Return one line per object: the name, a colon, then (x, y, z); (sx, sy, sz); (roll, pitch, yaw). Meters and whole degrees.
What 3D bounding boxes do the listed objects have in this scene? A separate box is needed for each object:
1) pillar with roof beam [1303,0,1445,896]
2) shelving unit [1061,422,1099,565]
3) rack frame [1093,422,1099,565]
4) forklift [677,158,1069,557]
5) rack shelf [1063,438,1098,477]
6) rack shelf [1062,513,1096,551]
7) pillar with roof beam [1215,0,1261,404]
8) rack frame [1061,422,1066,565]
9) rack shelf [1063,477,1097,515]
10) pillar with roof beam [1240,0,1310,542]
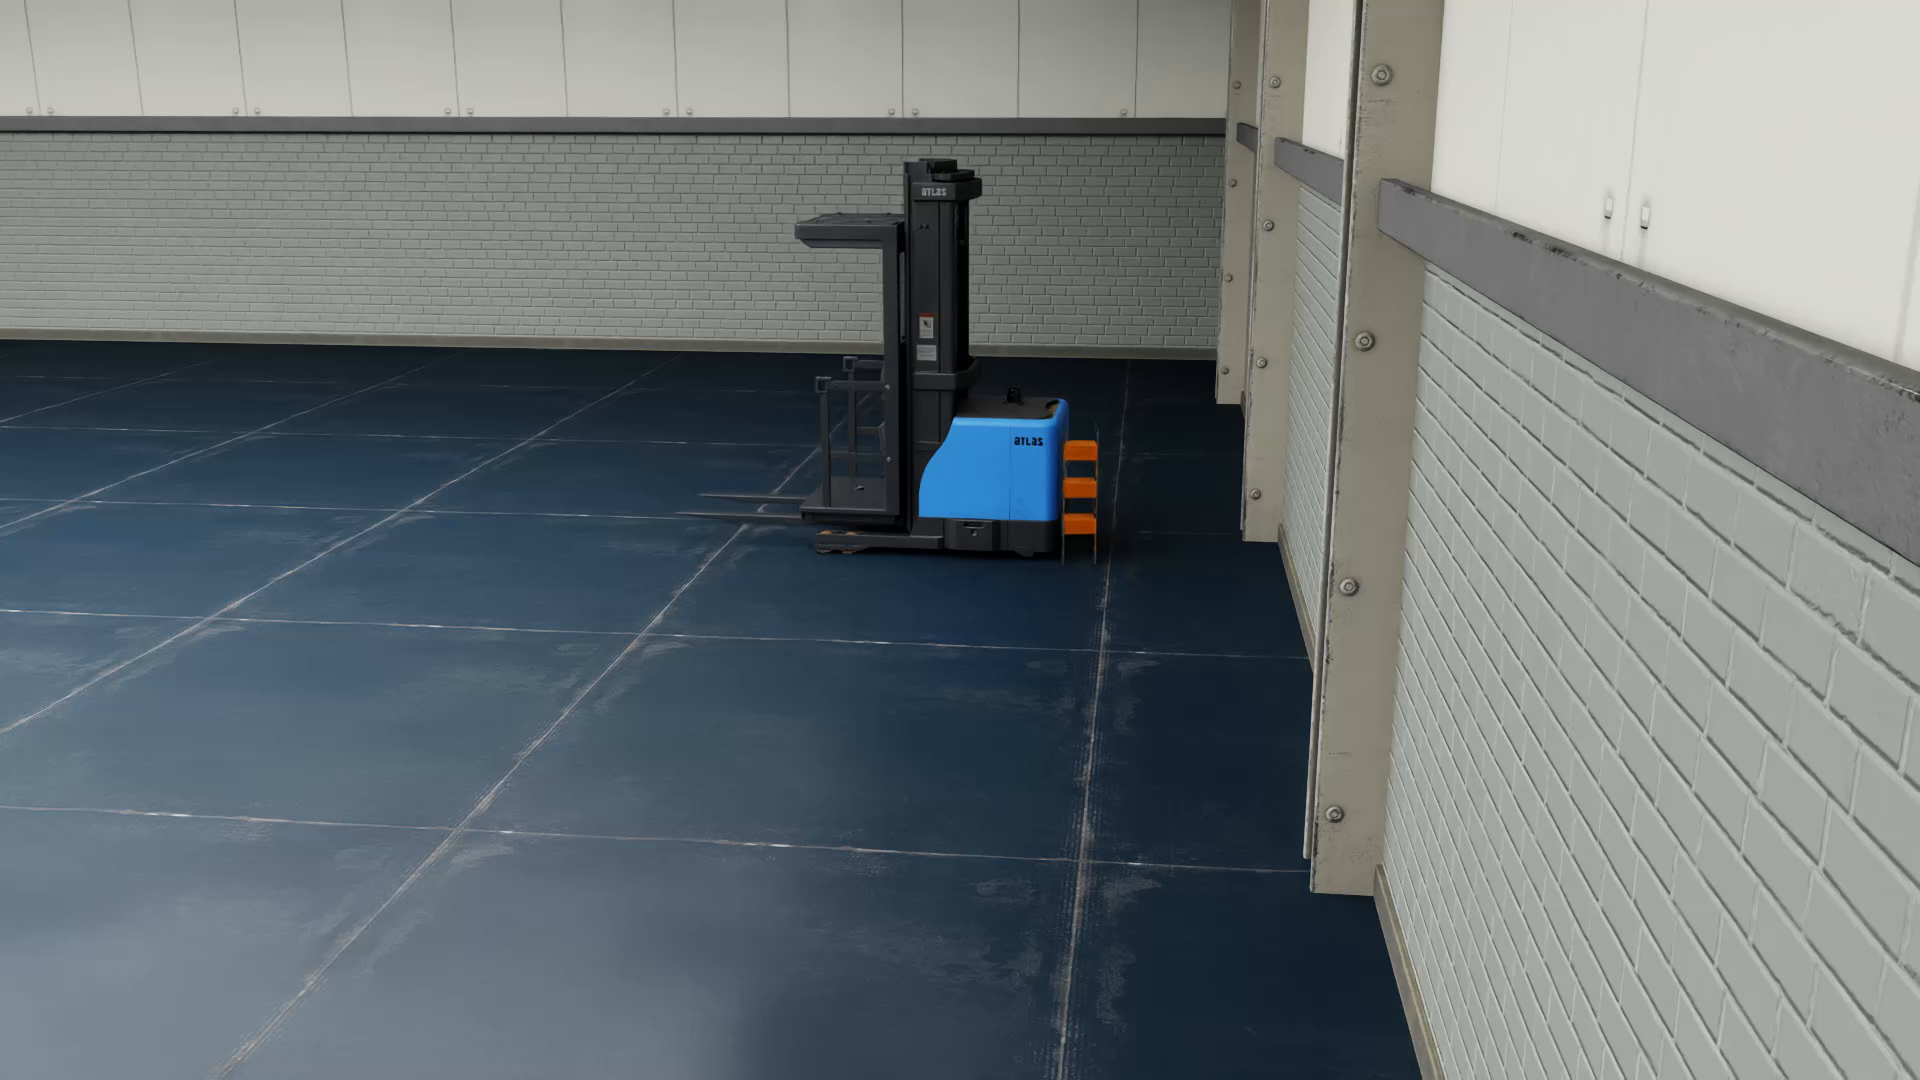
pillar with roof beam: (-2.545, -2.954, 6.846); (9.100, 9.000, 0.400); (2, 15, 6)
shelving unit: (0.893, -0.348, 12.433); (0.252, 1.050, 0.215); (0, 14, -1)
rack frame: (1.015, -0.349, 12.435); (0.008, 1.050, 0.200); (0, 14, -1)
forklift: (-0.686, -1.441, 12.875); (3.031, 2.935, 1.130); (2, 15, 8)
rack shelf: (0.892, -0.613, 12.364); (0.240, 0.259, 0.215); (0, 14, -1)
rack shelf: (0.893, -0.069, 12.505); (0.240, 0.259, 0.215); (0, 14, -1)
pillar with roof beam: (-1.191, -6.066, 18.356); (9.100, 9.000, 0.400); (2, 15, 6)
rack frame: (0.771, -0.347, 12.430); (0.008, 1.050, 0.200); (0, 14, -1)
rack shelf: (0.893, -0.338, 12.435); (0.240, 0.259, 0.215); (0, 14, -1)
pillar with roof beam: (-1.868, -4.510, 12.601); (9.100, 9.000, 0.400); (2, 15, 6)
